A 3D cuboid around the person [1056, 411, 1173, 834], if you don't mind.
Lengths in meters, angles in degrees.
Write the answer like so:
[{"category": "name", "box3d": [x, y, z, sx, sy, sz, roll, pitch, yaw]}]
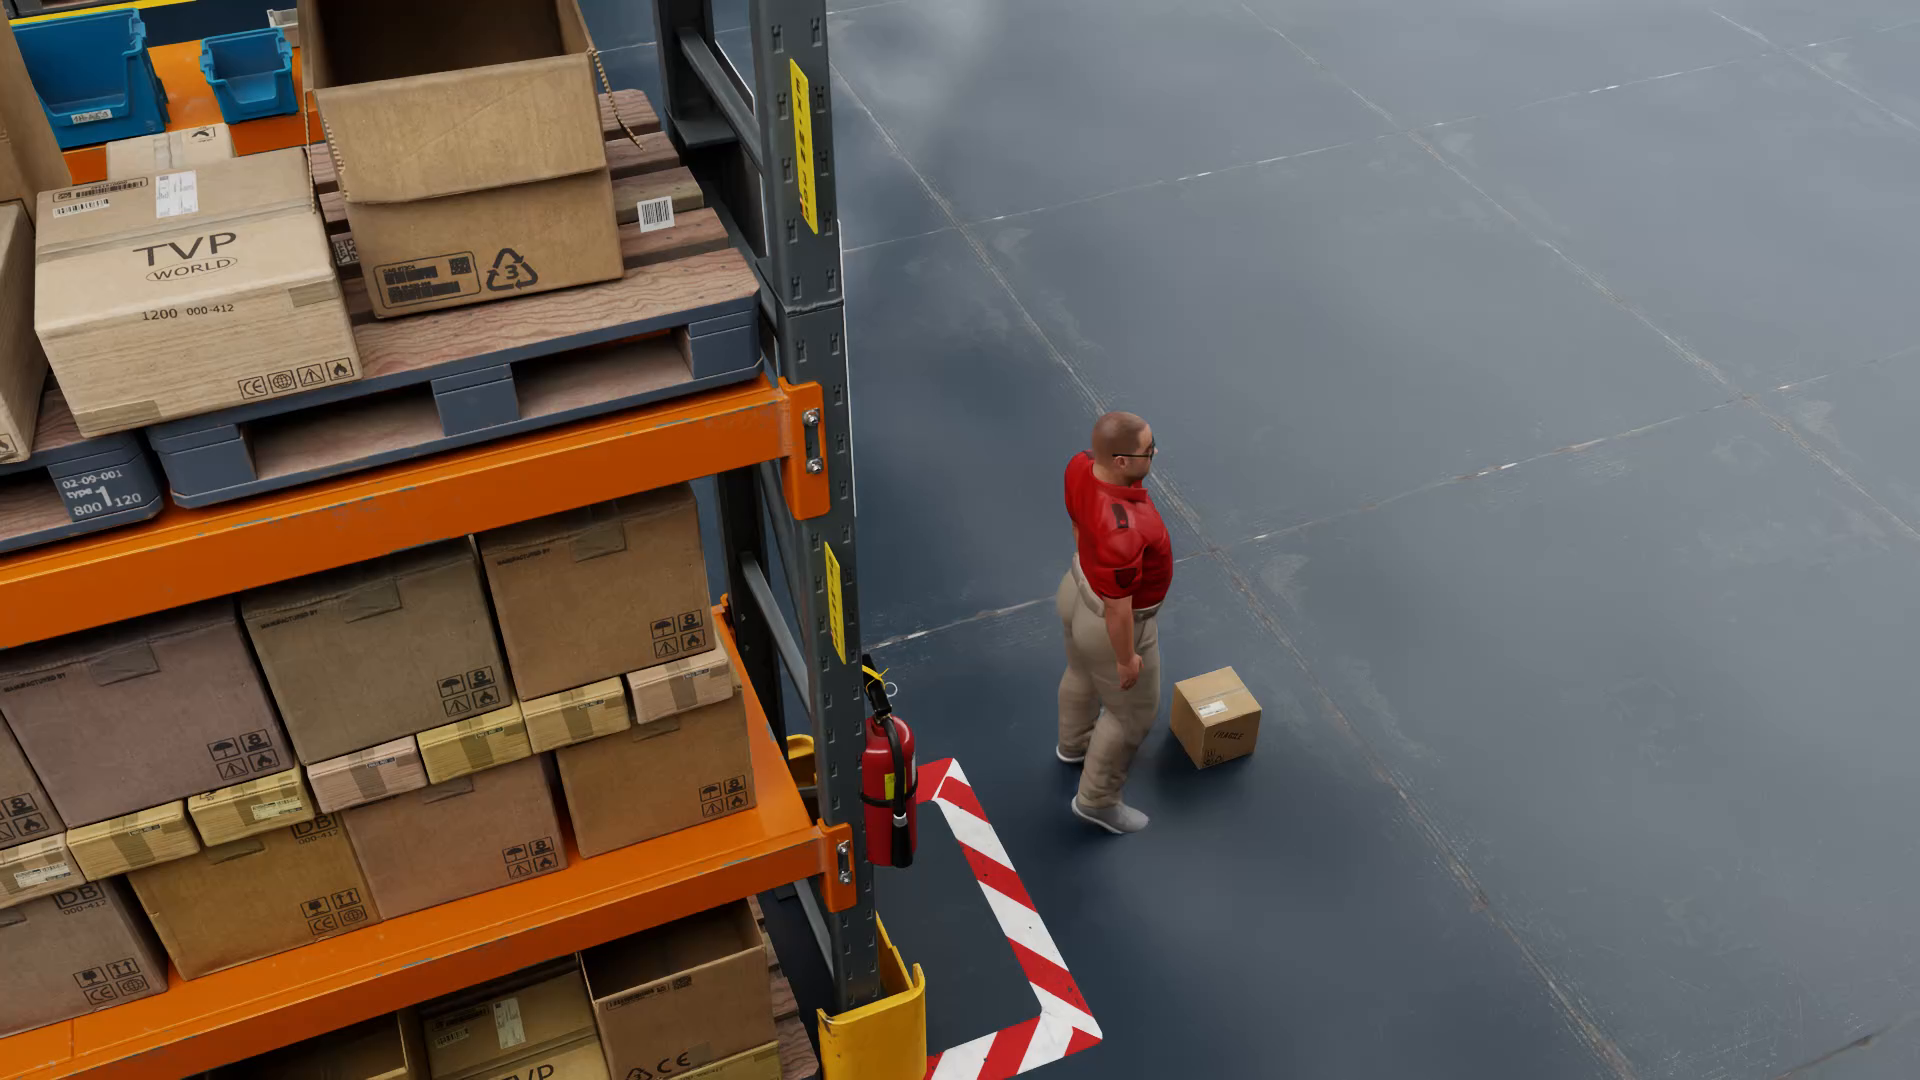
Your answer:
[{"category": "person", "box3d": [0.548, 0.287, 5.870, 0.373, 1.798, 0.570, -11, 43, -12]}]
